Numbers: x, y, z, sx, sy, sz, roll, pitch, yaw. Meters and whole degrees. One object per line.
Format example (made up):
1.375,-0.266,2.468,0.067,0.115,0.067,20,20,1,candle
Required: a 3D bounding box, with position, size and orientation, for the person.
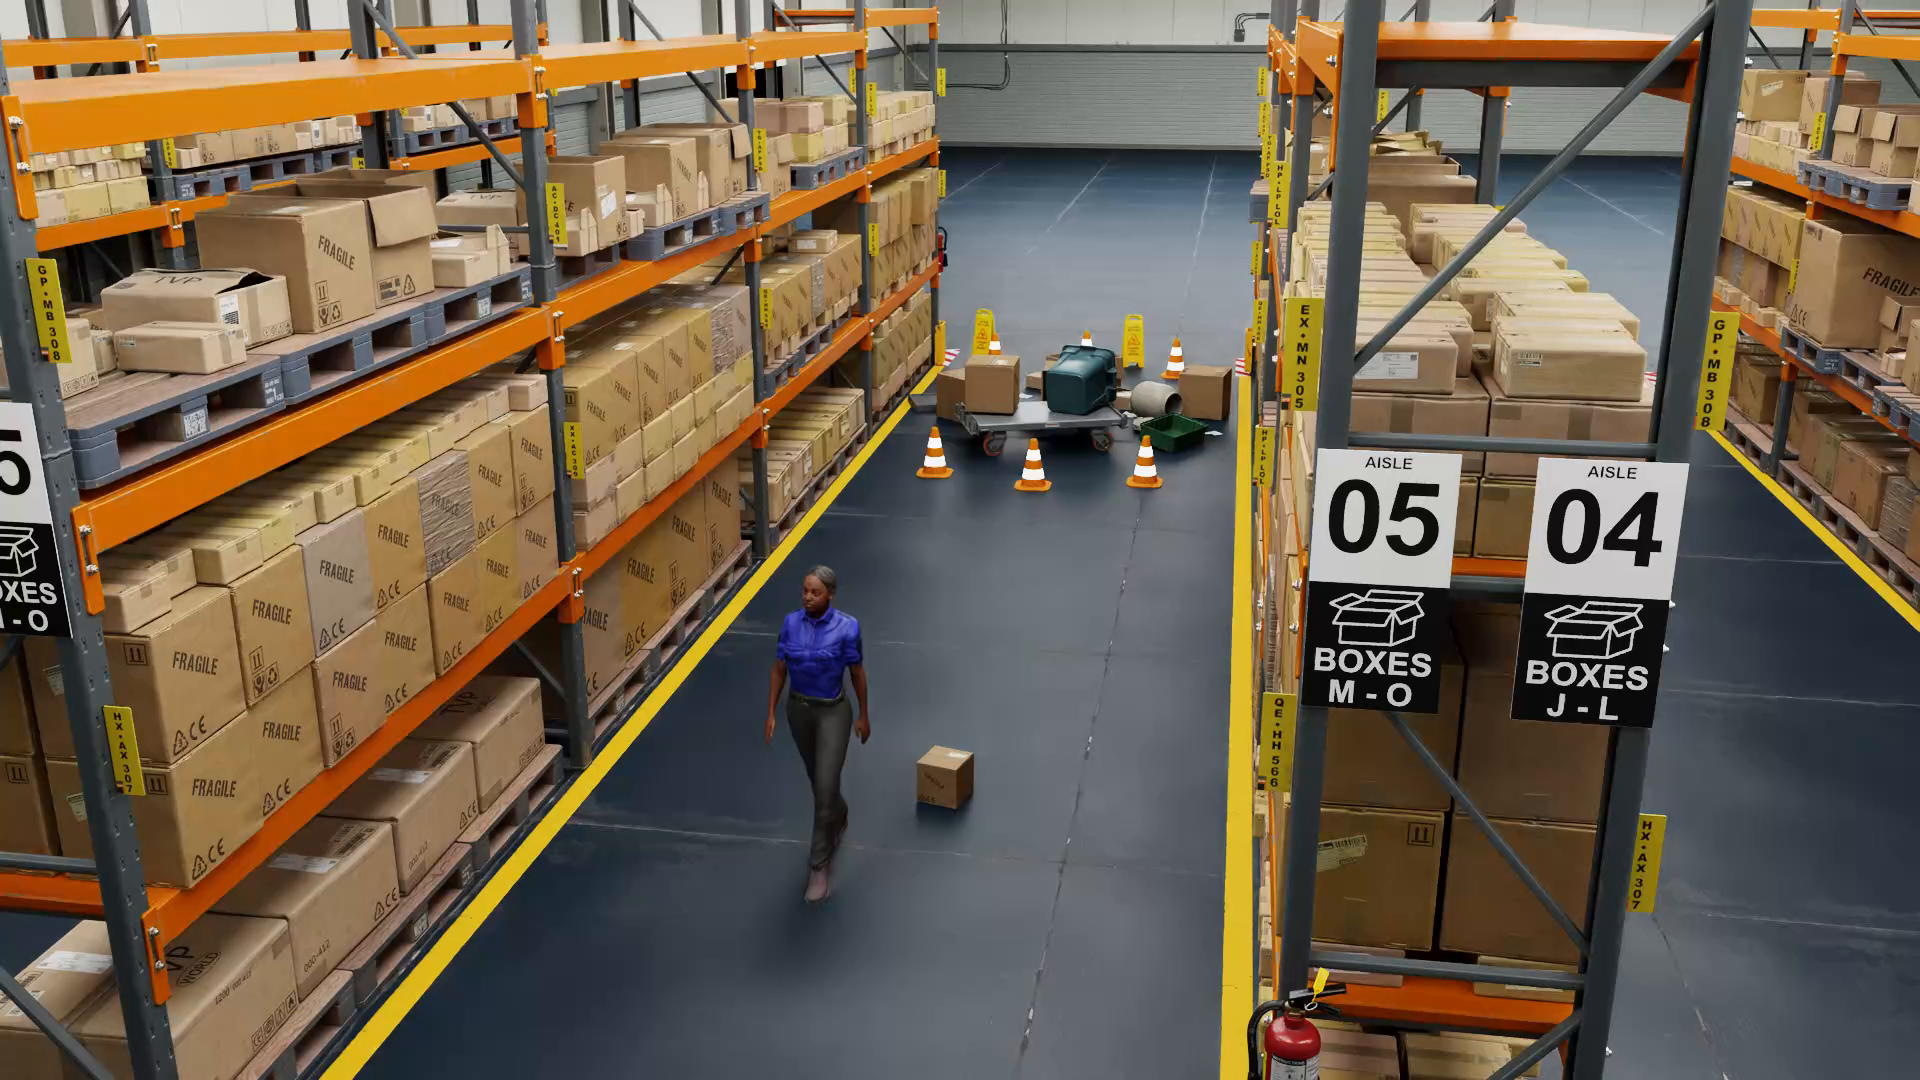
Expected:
-0.762,0.954,8.648,0.486,1.676,0.781,6,19,19,person
